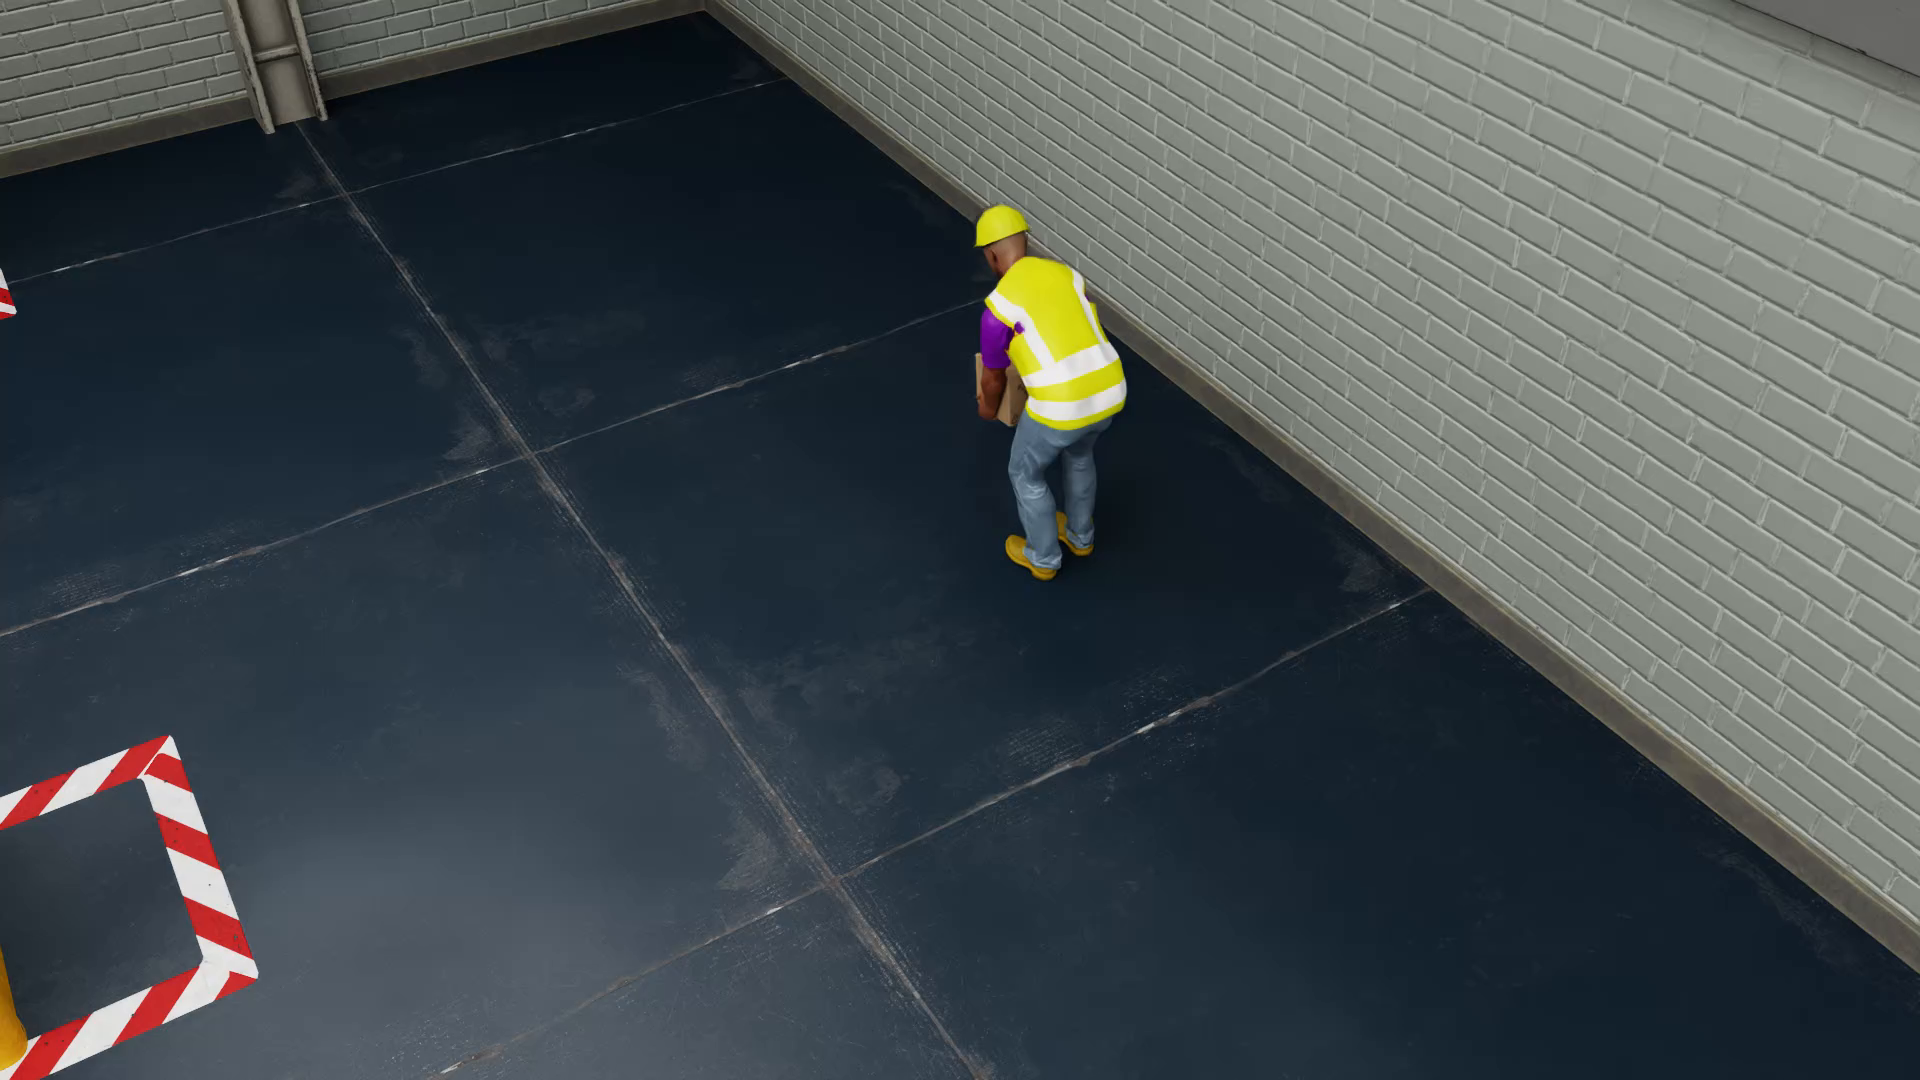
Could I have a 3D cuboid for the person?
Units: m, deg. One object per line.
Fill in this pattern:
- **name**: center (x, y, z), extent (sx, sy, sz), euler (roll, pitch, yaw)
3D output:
- **person**: center (0.325, -0.610, 7.022), extent (0.488, 1.542, 0.802), euler (-24, 46, -25)
